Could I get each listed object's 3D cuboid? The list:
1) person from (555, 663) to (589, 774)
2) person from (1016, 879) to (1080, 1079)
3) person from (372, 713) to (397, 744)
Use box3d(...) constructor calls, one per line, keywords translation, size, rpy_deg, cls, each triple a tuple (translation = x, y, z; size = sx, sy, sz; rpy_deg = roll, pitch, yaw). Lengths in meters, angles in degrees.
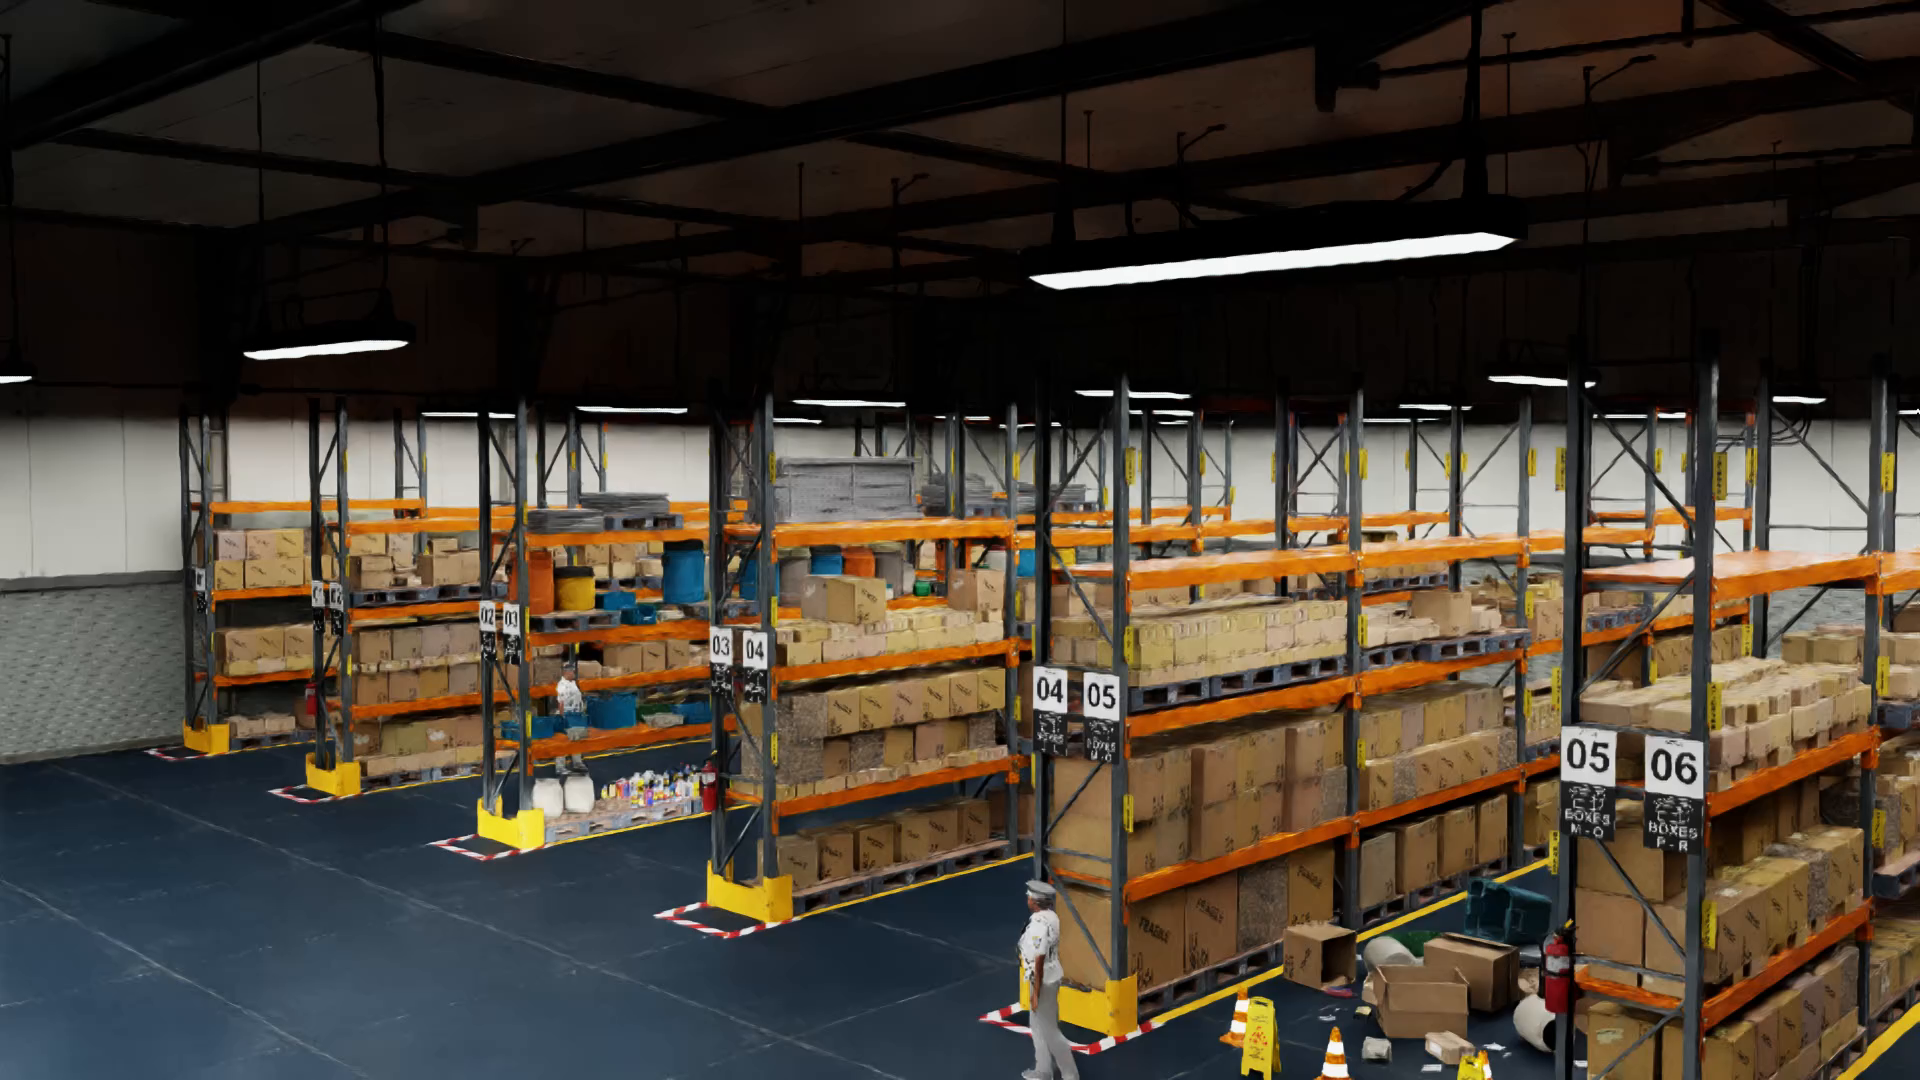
box3d(translation=(-6.267, 2.862, 26.813), size=(0.476, 1.759, 0.593), rpy_deg=(1, 3, 13), cls="person")
box3d(translation=(0.741, 3.625, 13.555), size=(0.534, 1.666, 0.571), rpy_deg=(1, 3, 16), cls="person")
box3d(translation=(-9.759, 2.824, 28.070), size=(0.582, 1.686, 1.113), rpy_deg=(3, 4, 41), cls="person")
